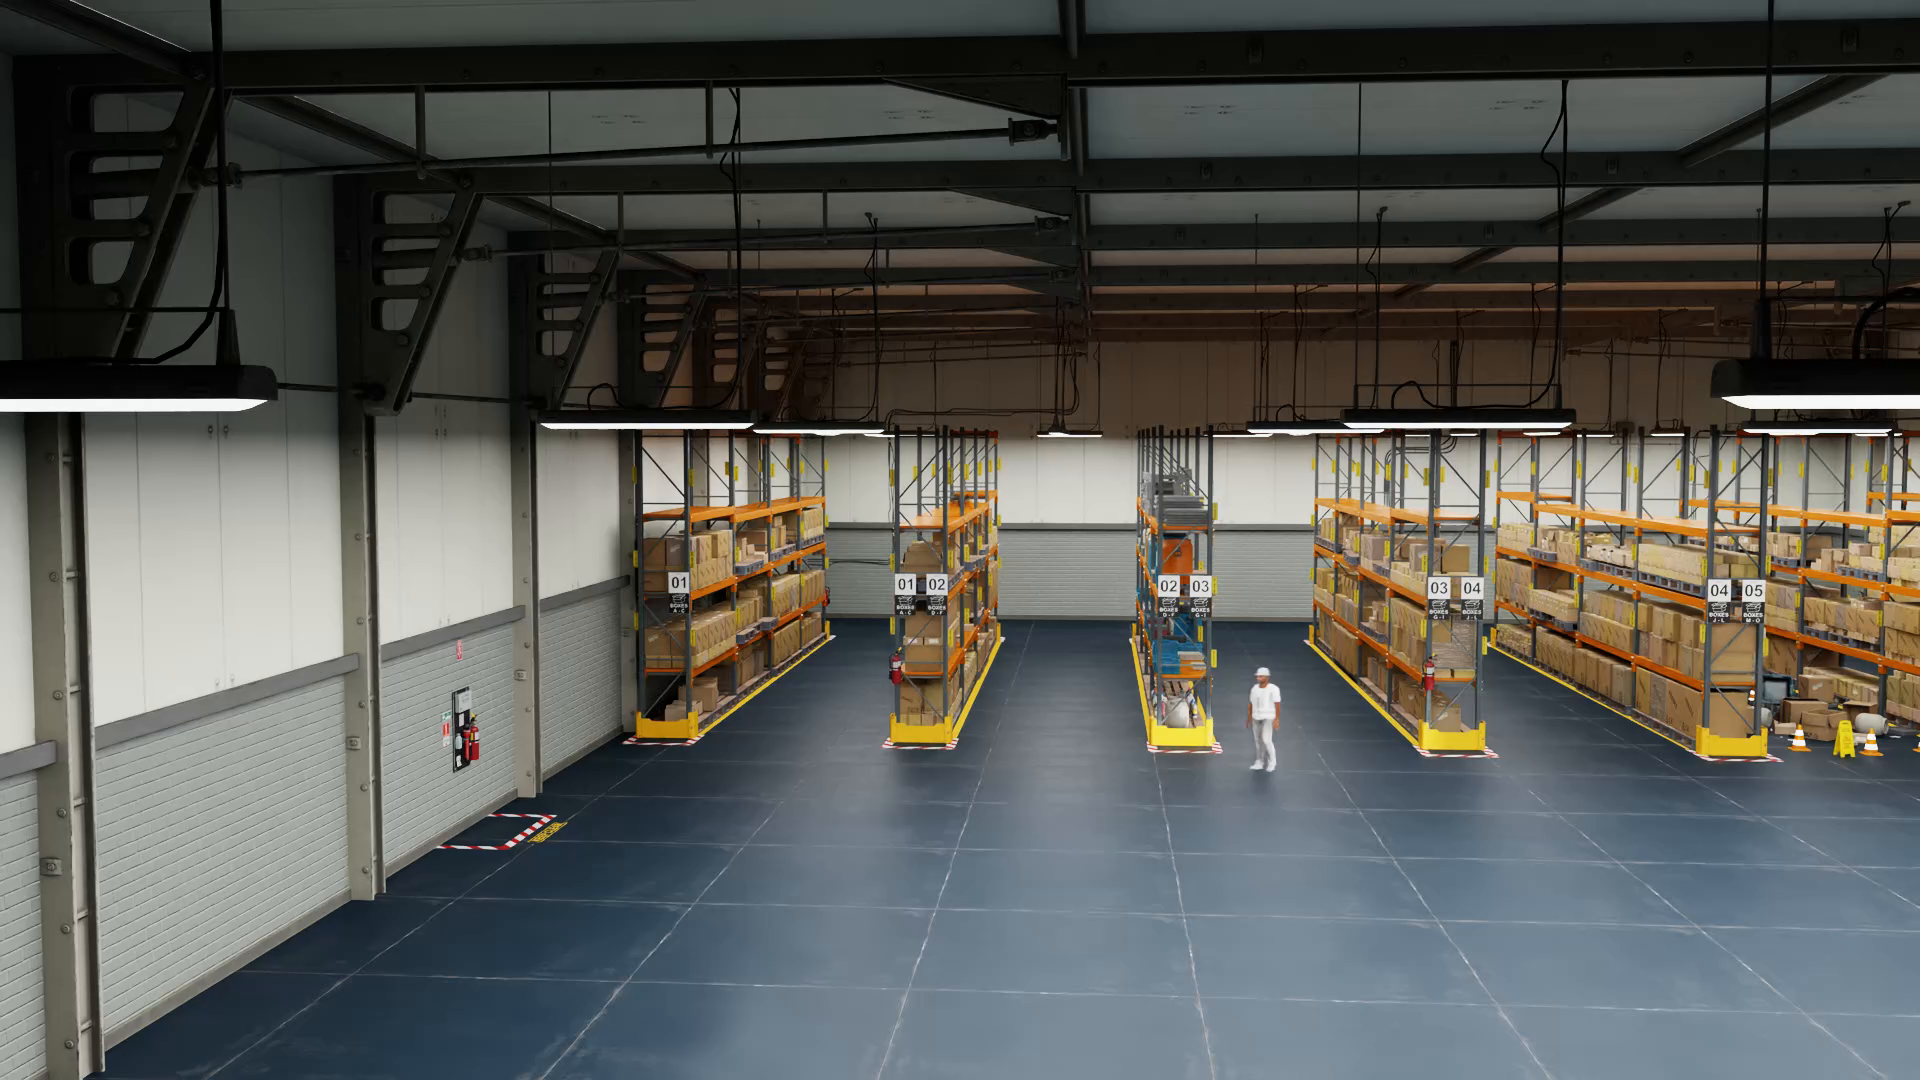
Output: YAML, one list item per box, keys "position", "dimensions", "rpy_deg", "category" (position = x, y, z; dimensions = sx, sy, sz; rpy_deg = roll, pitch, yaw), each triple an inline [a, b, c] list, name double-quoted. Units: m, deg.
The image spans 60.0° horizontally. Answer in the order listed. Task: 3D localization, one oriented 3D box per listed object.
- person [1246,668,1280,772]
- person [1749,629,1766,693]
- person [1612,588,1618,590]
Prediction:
- position: [5.233, 3.102, 28.809]
  dimensions: [0.397, 1.780, 0.619]
  rpy_deg: [-3, 5, -43]
  category: "person"
- position: [17.834, 2.582, 37.398]
  dimensions: [0.637, 1.824, 0.596]
  rpy_deg: [0, 3, -8]
  category: "person"
- position: [17.672, 2.176, 44.930]
  dimensions: [0.655, 1.741, 0.710]
  rpy_deg: [-2, 4, -26]
  category: "person"
